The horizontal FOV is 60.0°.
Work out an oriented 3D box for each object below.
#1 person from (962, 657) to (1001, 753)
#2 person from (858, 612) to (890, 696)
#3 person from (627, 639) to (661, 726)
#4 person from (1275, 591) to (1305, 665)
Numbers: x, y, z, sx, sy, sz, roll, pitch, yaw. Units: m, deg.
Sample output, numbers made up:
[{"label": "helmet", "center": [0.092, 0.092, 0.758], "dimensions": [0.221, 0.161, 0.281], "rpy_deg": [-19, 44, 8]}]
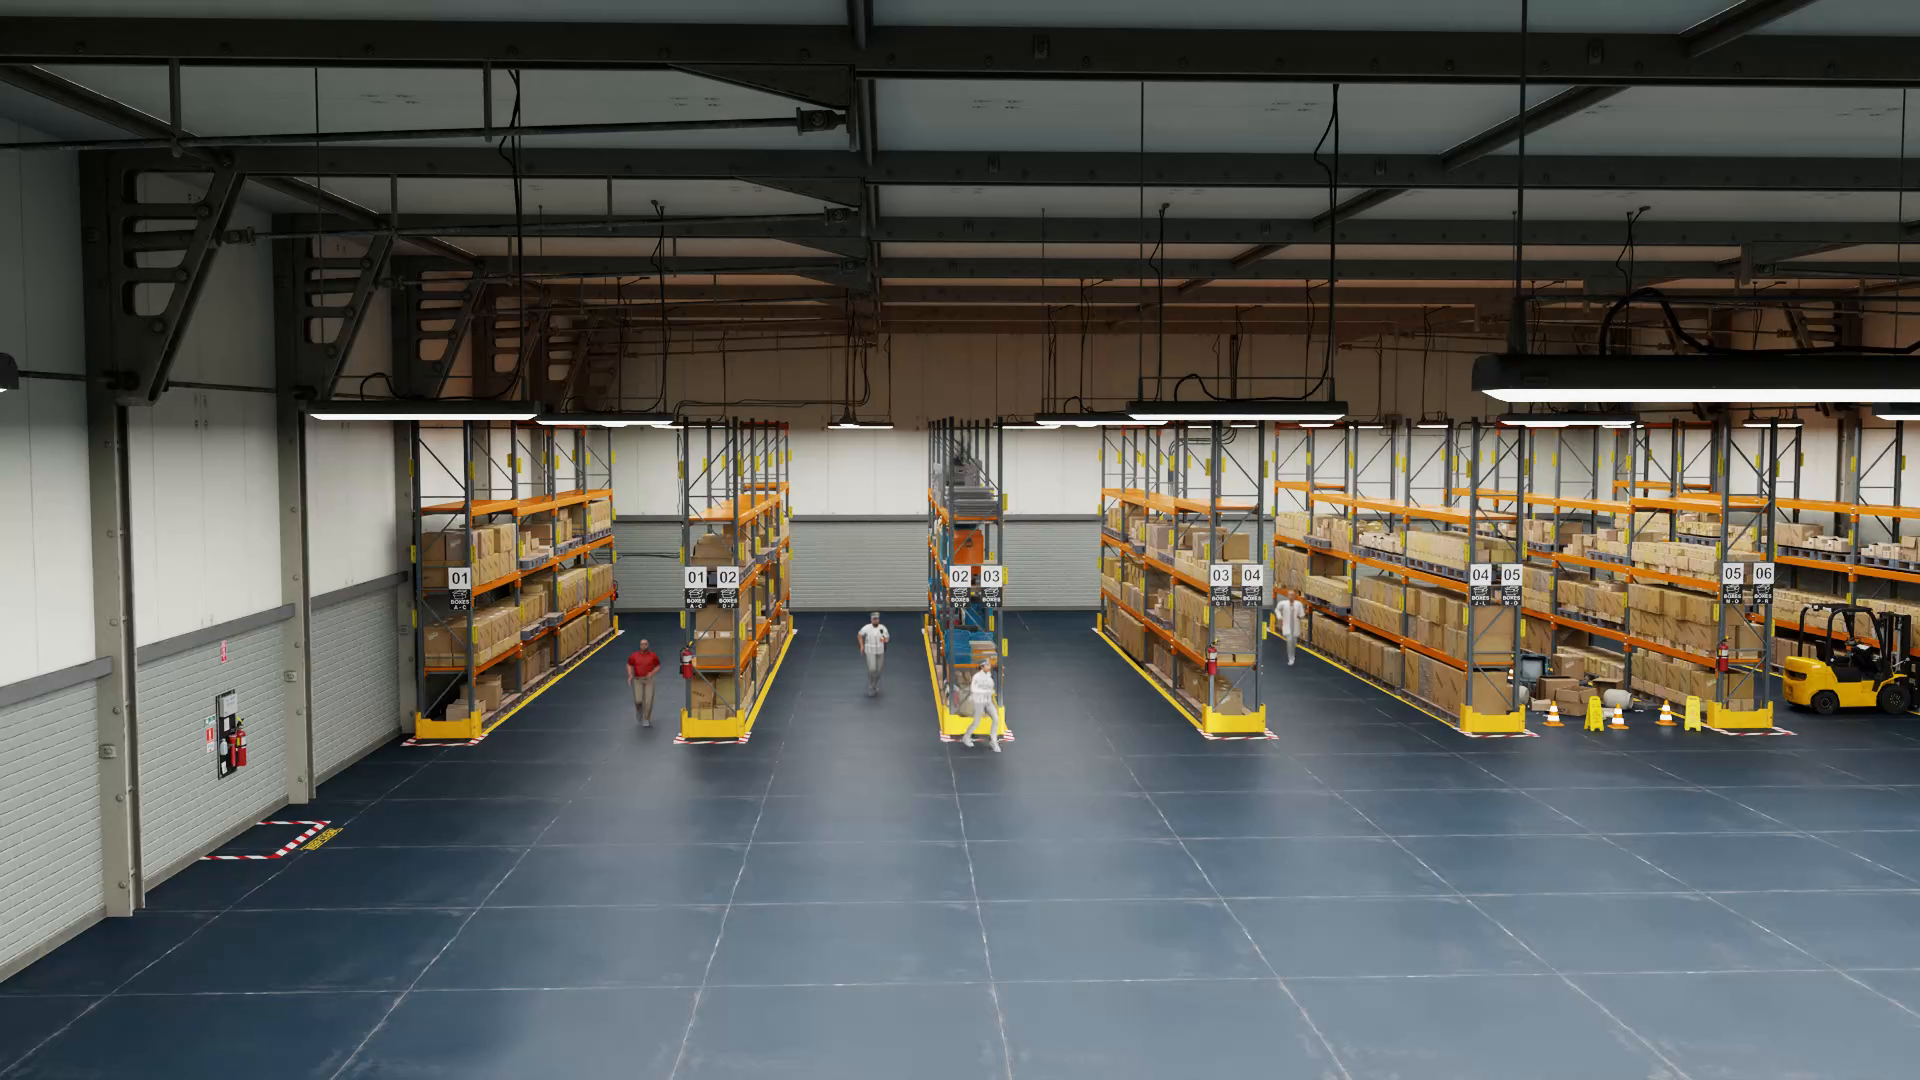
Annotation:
[{"label": "person", "center": [0.380, 2.943, 29.846], "dimensions": [0.823, 1.721, 0.634], "rpy_deg": [4, 5, 43]}, {"label": "person", "center": [-1.851, 2.488, 36.212], "dimensions": [0.631, 1.845, 0.768], "rpy_deg": [-1, 4, -19]}, {"label": "person", "center": [-6.145, 2.774, 32.321], "dimensions": [0.657, 1.686, 0.590], "rpy_deg": [-1, 4, -10]}, {"label": "person", "center": [8.175, 2.146, 41.121], "dimensions": [0.705, 1.794, 0.920], "rpy_deg": [0, 4, 0]}]
